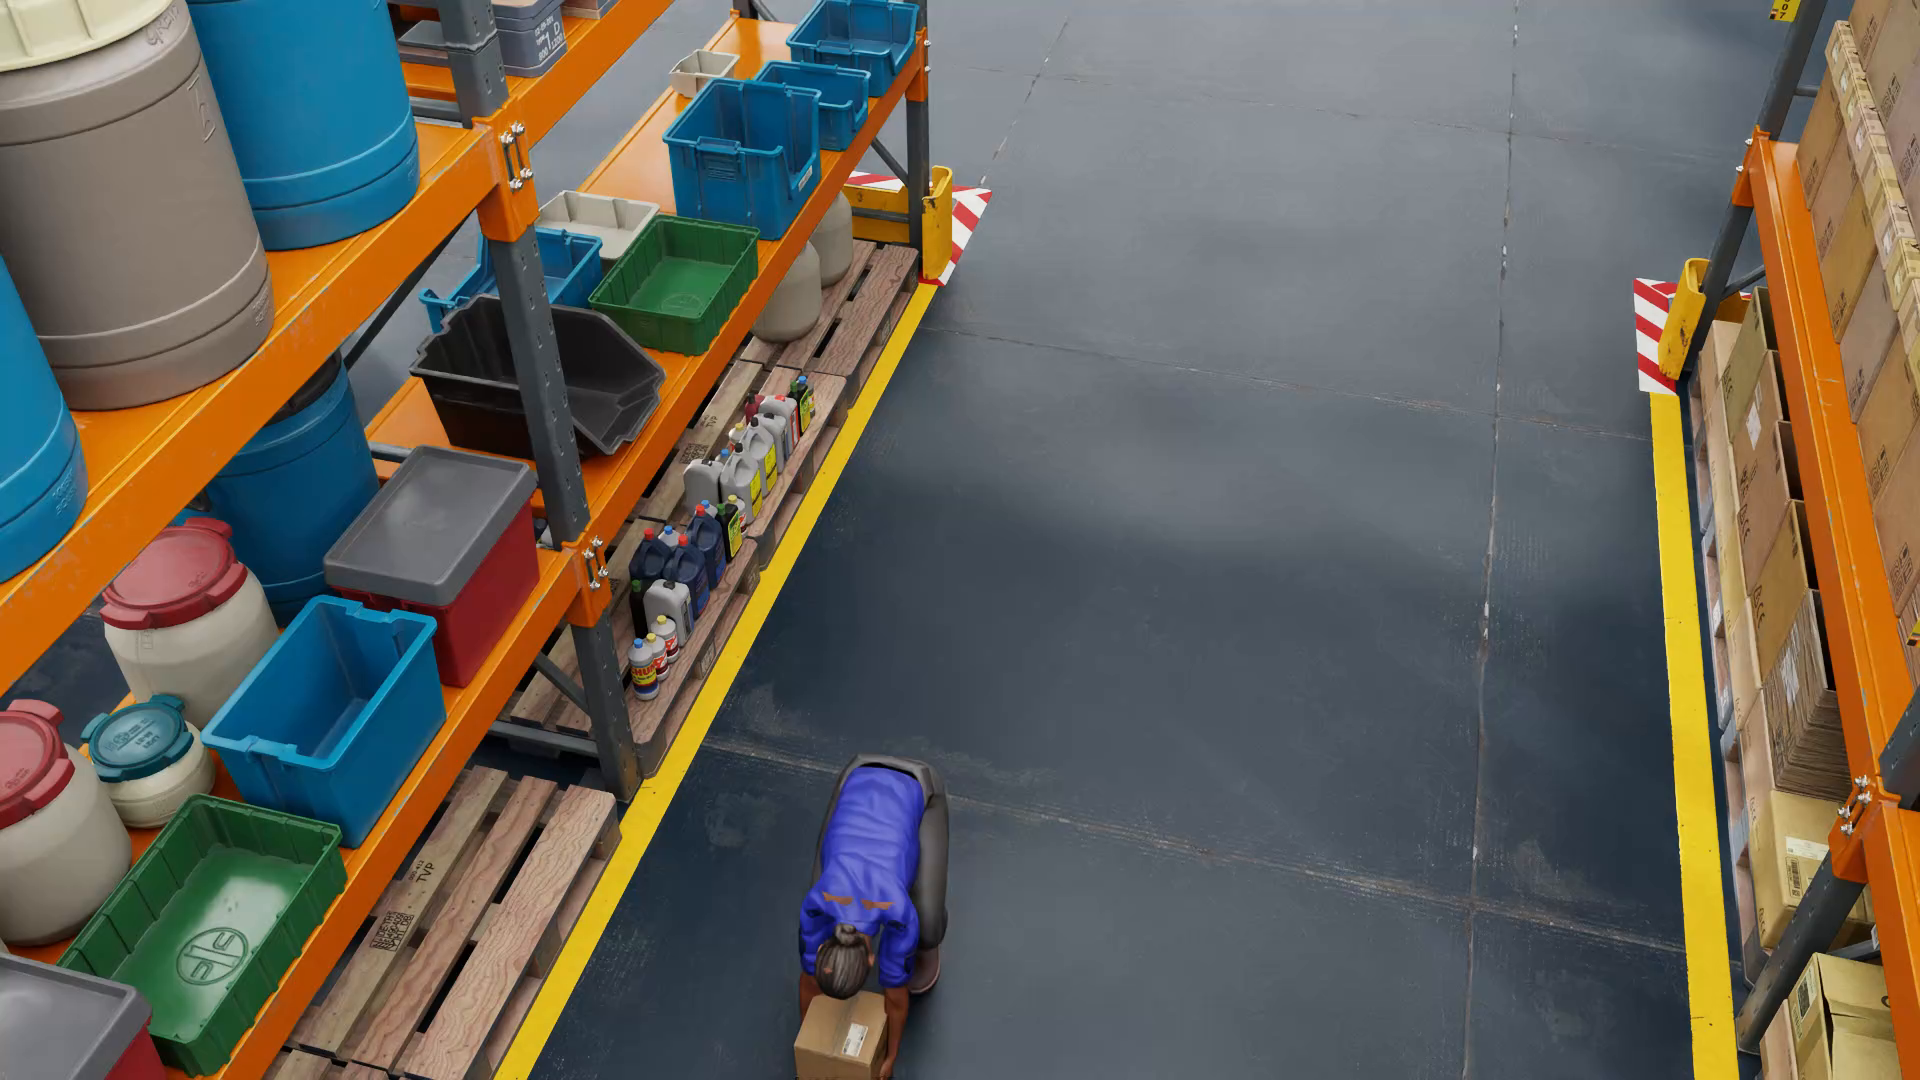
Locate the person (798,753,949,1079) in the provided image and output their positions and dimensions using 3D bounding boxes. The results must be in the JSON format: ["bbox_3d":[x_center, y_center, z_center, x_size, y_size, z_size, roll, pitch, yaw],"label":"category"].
[{"bbox_3d":[-0.282,1.219,5.376,0.465,0.864,0.866,8,42,9],"label":"person"}]
